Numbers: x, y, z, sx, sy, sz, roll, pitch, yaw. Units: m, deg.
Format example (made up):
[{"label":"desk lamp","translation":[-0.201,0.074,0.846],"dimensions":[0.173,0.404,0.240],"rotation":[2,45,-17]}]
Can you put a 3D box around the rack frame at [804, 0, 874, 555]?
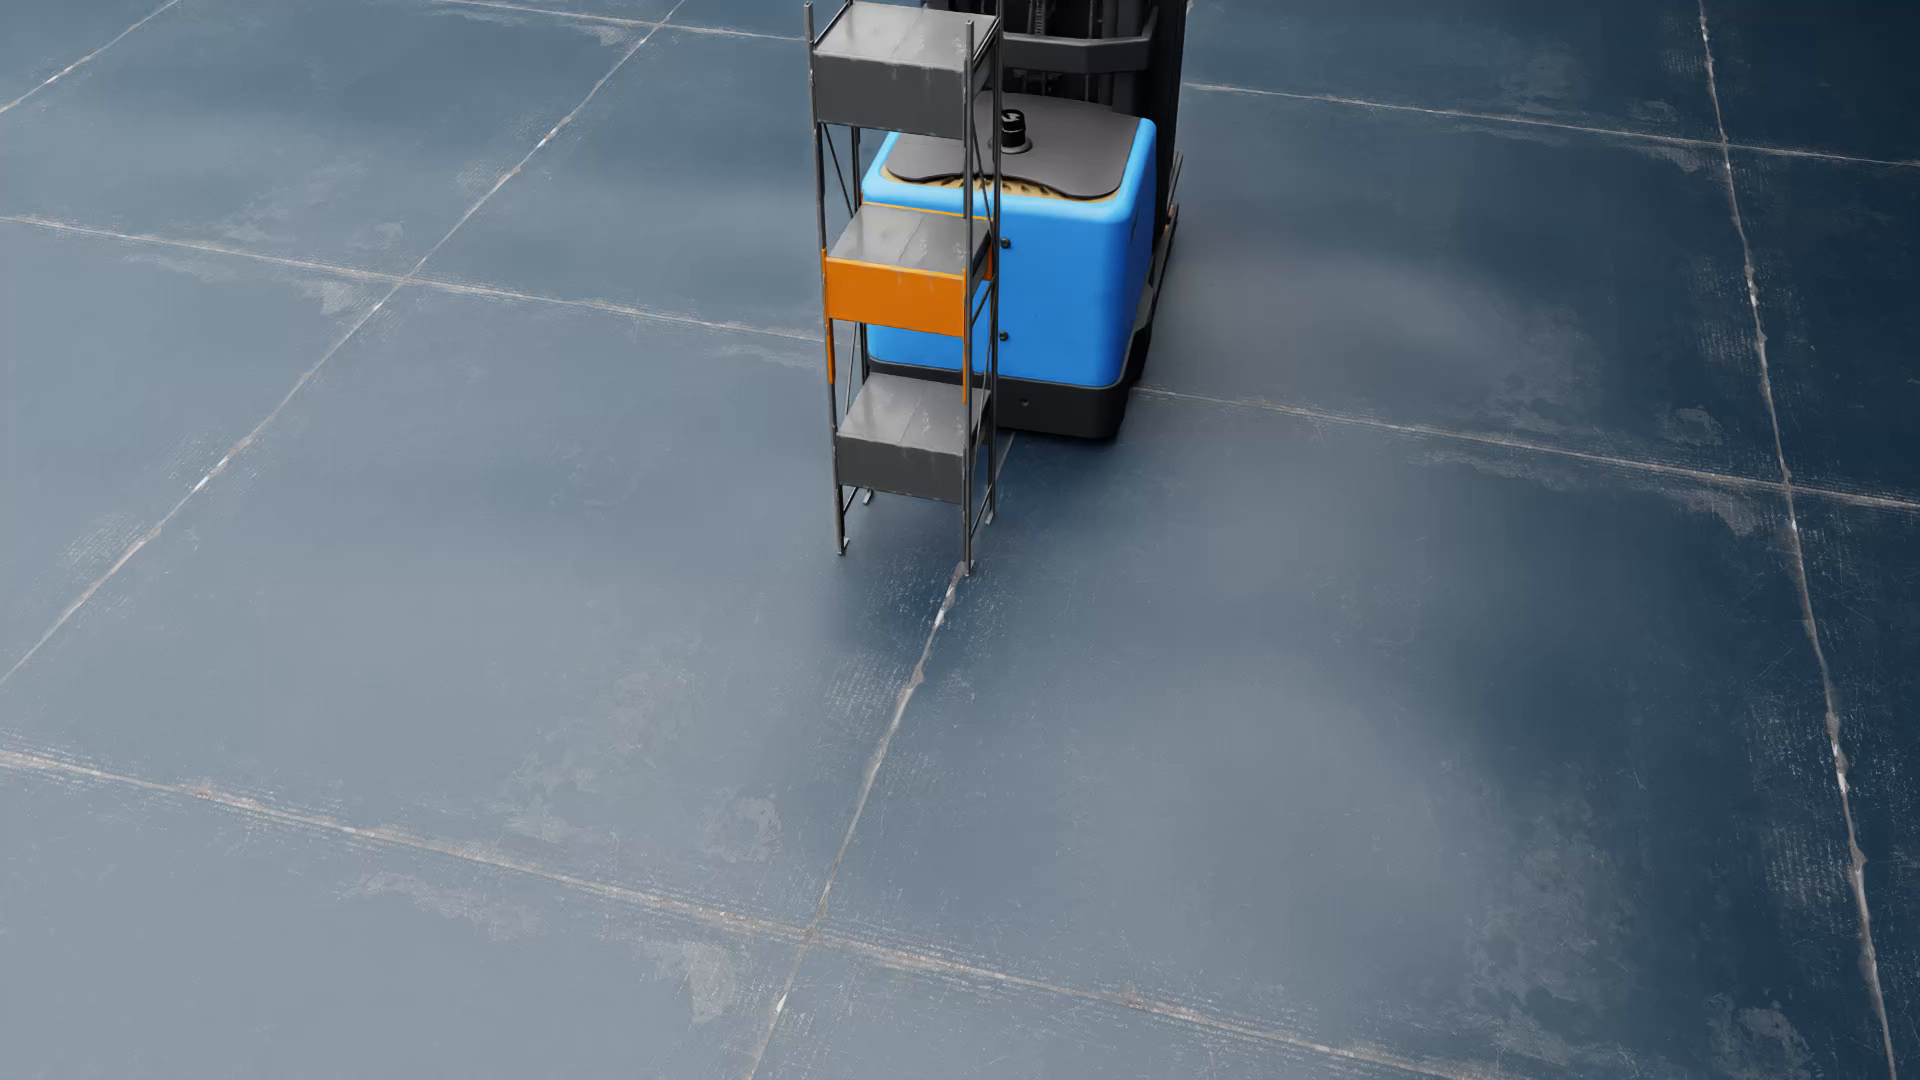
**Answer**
[{"label":"rack frame","translation":[-0.396,-0.872,5.656],"dimensions":[0.015,2.100,0.400],"rotation":[10,41,11]}]

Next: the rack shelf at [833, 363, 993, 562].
[{"label":"rack shelf","translation":[-0.160,-0.285,6.066],"dimensions":[0.480,0.518,0.431],"rotation":[10,41,11]}]

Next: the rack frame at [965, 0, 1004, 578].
[{"label":"rack frame","translation":[0.076,-0.791,5.559],"dimensions":[0.015,2.100,0.400],"rotation":[10,41,11]}]

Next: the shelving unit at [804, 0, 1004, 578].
[{"label":"shelving unit","translation":[-0.160,-0.832,5.607],"dimensions":[0.503,2.100,0.431],"rotation":[10,41,11]}]

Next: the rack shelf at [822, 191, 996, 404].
[{"label":"rack shelf","translation":[-0.160,-0.821,5.616],"dimensions":[0.480,0.518,0.431],"rotation":[10,41,11]}]

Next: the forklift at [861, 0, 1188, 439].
[{"label":"forklift","translation":[0.431,-2.481,6.925],"dimensions":[1.130,2.935,3.031],"rotation":[8,41,9]}]

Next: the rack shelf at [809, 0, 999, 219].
[{"label":"rack shelf","translation":[-0.160,-1.357,5.166],"dimensions":[0.480,0.518,0.431],"rotation":[10,41,11]}]
